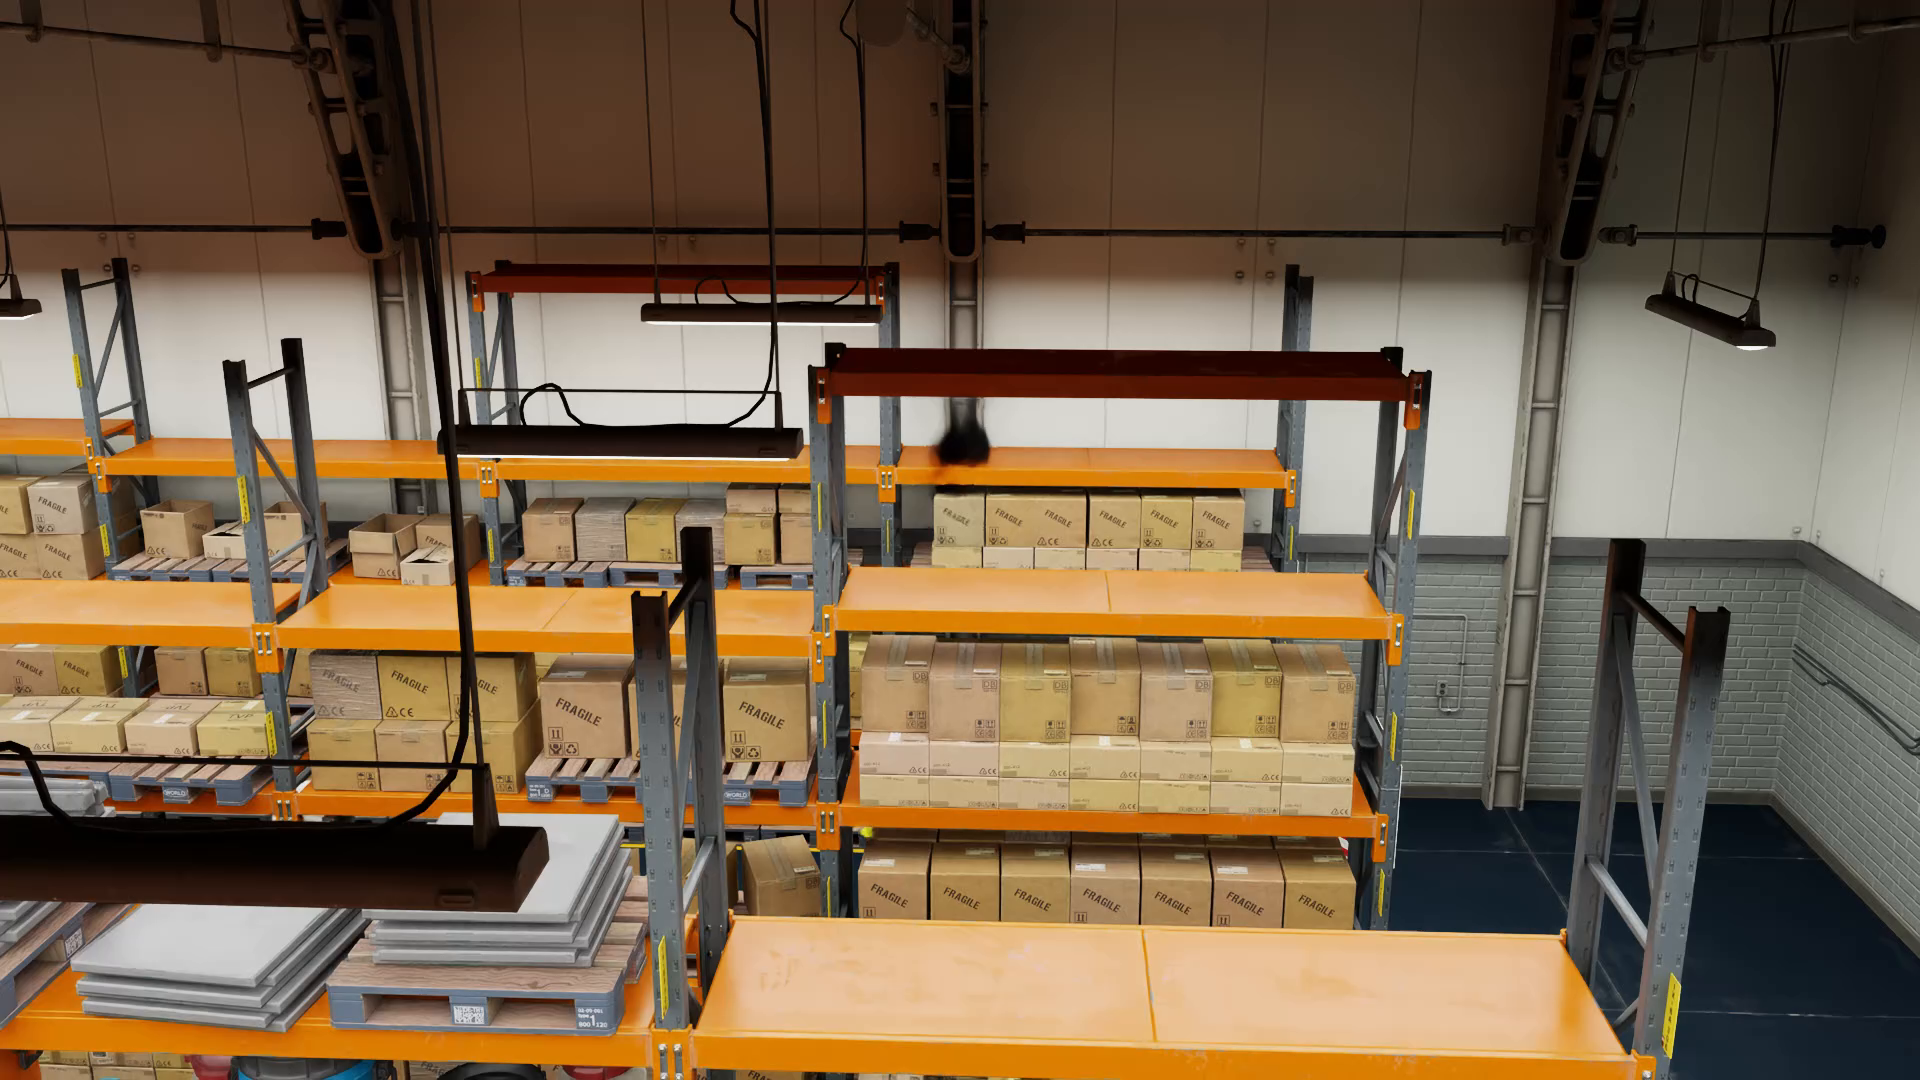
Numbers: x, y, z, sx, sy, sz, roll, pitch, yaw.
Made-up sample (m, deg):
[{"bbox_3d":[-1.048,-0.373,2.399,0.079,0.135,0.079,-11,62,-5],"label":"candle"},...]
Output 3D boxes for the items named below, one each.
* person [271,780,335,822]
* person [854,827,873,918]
[{"bbox_3d":[-6.172,2.872,15.657,0.656,1.664,0.697,4,17,13],"label":"person"},{"bbox_3d":[-0.546,3.210,14.462,0.706,1.693,0.678,6,17,21],"label":"person"}]
